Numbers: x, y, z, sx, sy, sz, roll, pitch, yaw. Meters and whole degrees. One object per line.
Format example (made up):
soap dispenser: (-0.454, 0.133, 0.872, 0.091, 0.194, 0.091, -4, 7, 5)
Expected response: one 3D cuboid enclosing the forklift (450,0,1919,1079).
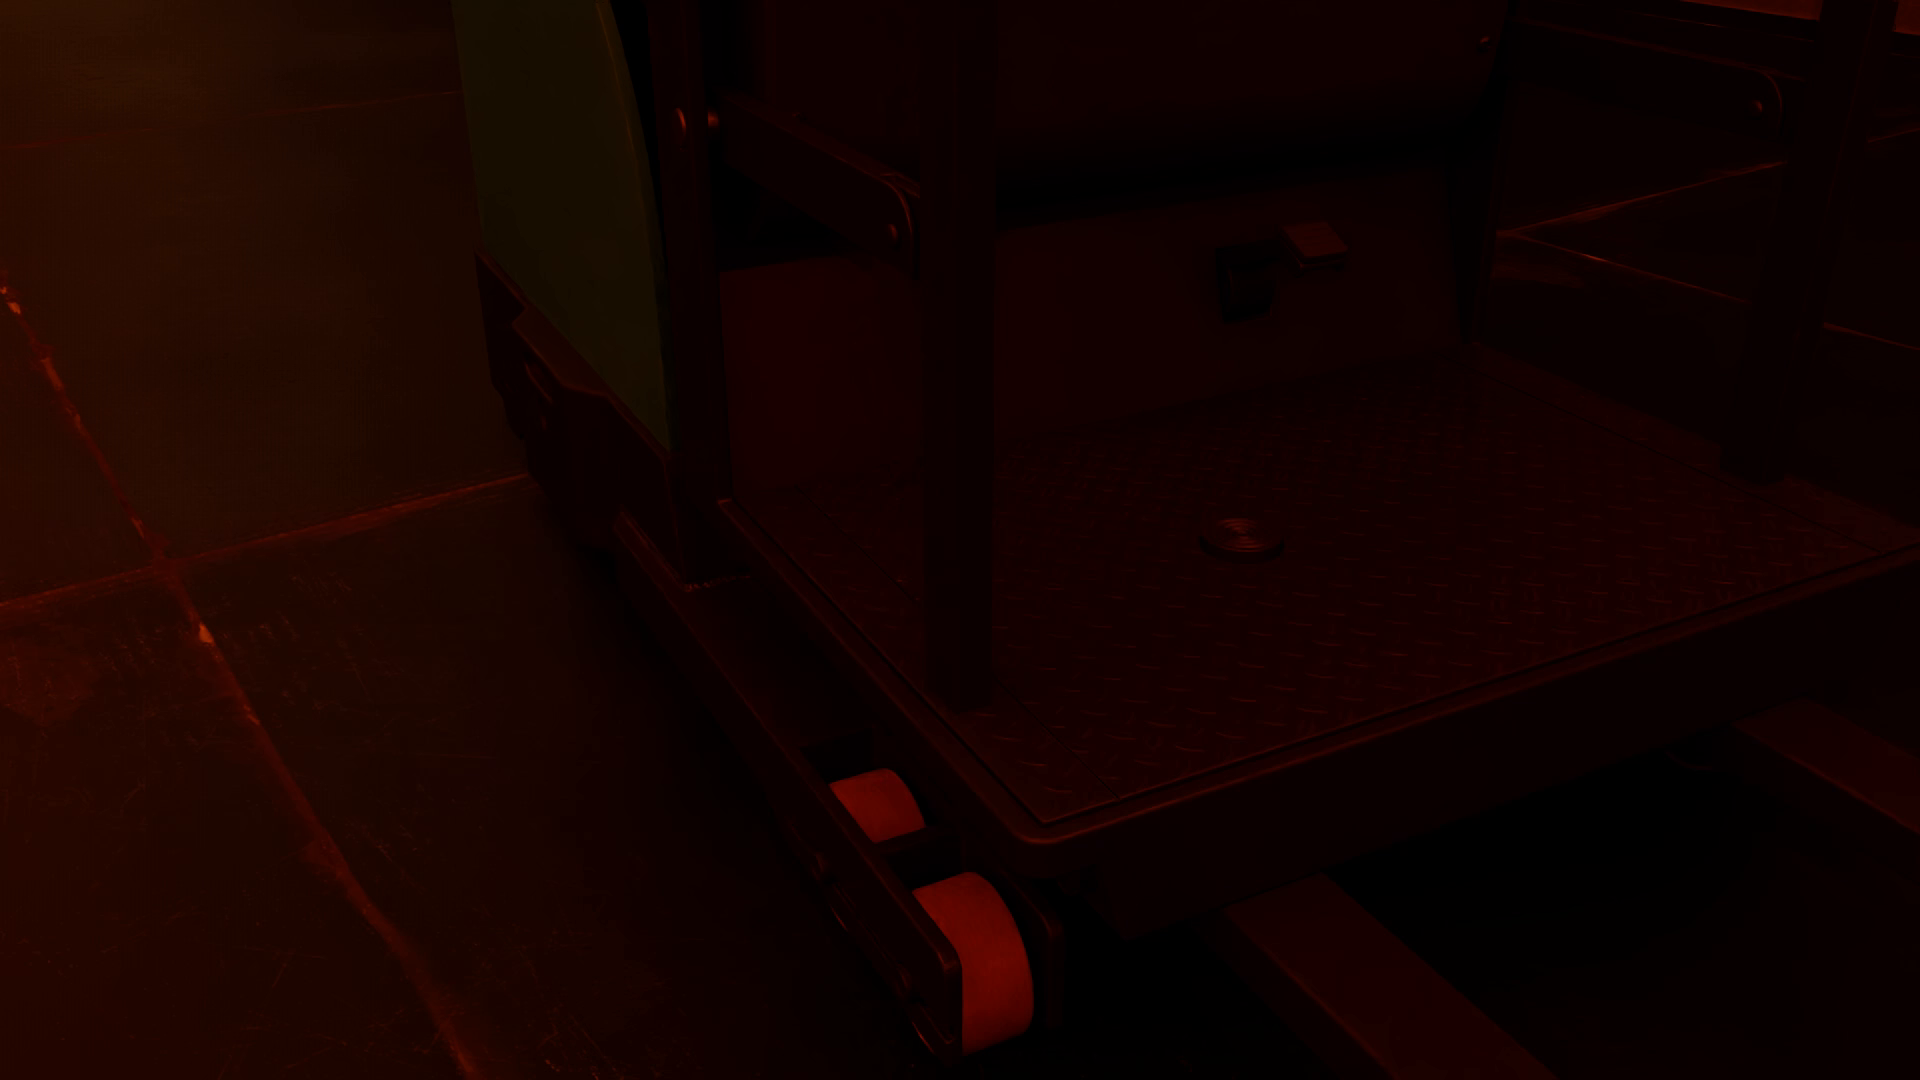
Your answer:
forklift: (0.312, -1.062, 1.347, 1.130, 2.935, 3.031, -13, 30, -24)
